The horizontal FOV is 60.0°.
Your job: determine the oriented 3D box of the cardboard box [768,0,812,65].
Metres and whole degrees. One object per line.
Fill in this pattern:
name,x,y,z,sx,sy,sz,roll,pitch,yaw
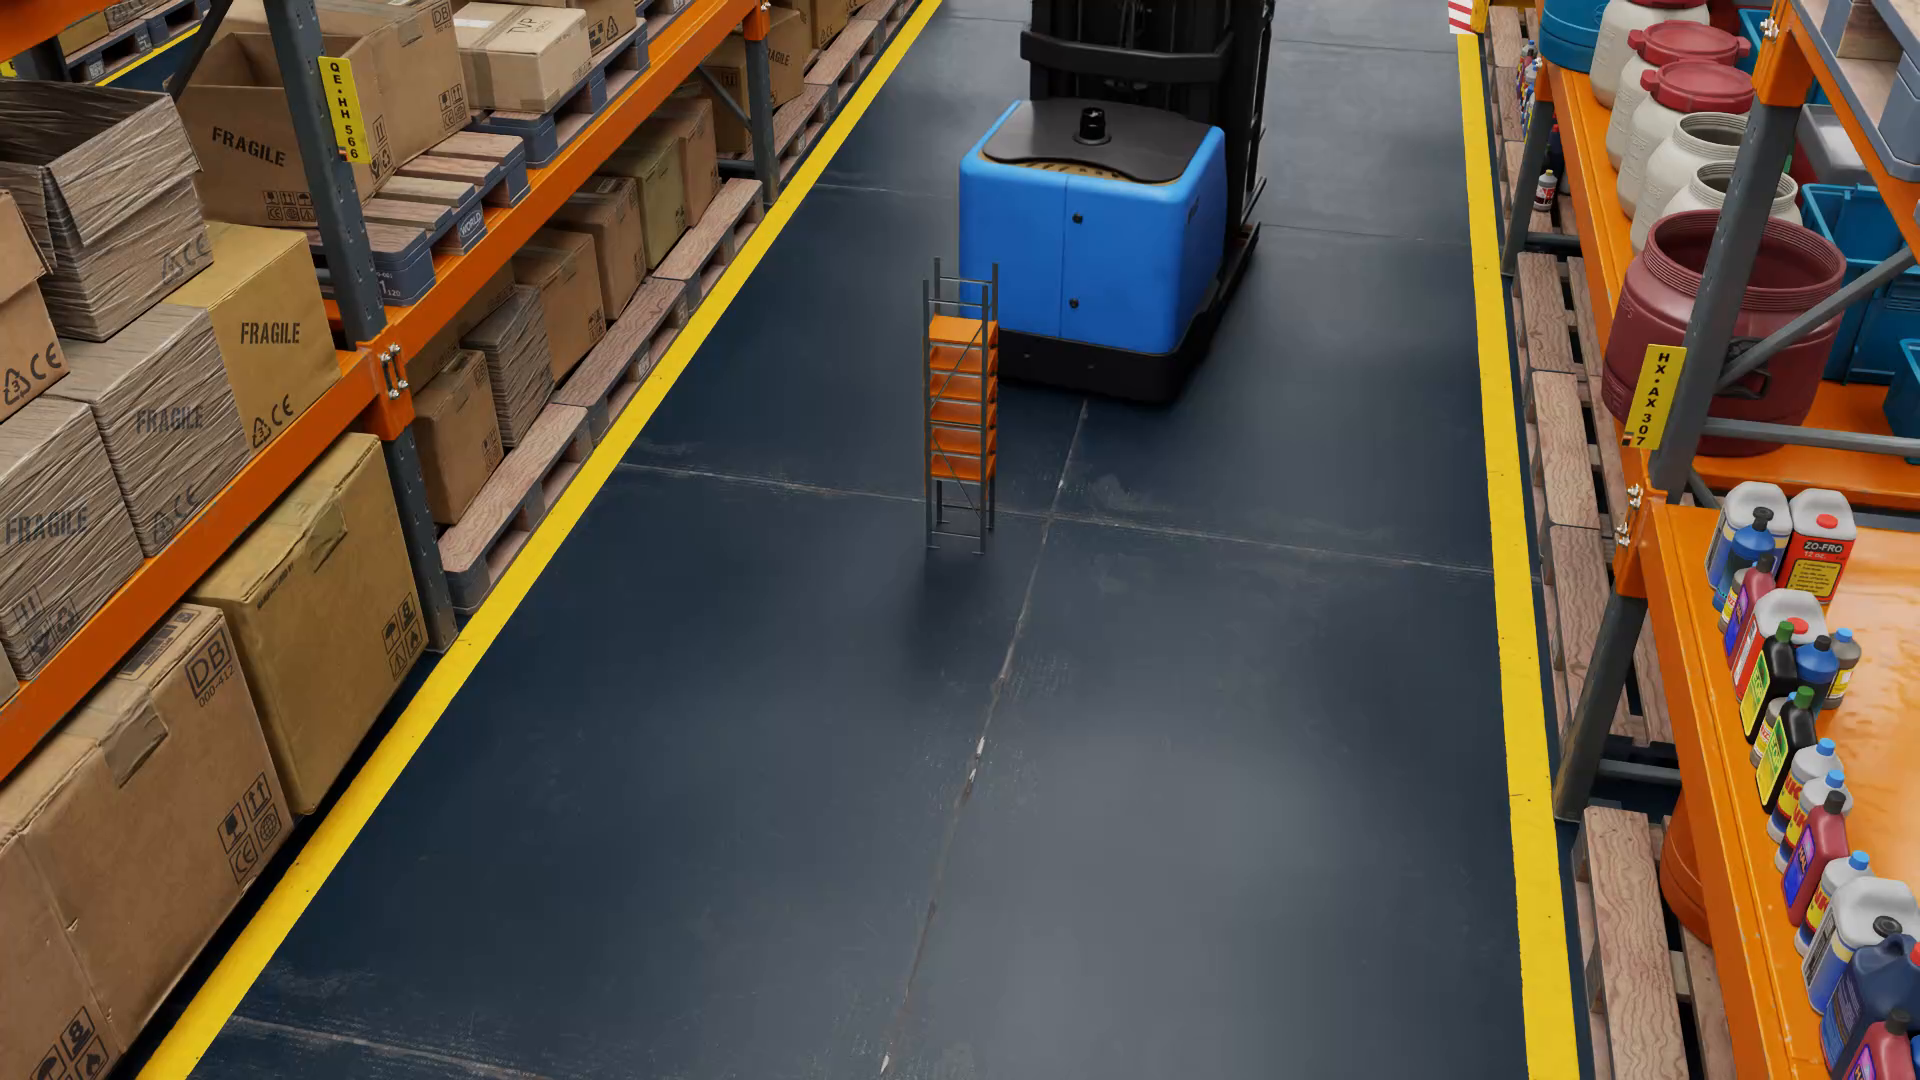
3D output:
cardboard box,-1.234,-3.253,10.454,0.500,0.500,0.500,4,36,6

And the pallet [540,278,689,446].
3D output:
pallet,-1.952,-0.898,7.810,1.003,0.211,1.213,7,37,10

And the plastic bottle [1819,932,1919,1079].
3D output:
plastic bottle,1.713,0.852,3.060,0.144,0.351,0.185,7,37,10

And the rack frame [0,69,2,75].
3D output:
rack frame,-6.353,-3.855,9.513,1.000,3.000,0.127,7,37,10

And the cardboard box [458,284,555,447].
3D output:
cardboard box,-2.154,-0.755,6.990,0.700,0.500,0.500,4,36,6

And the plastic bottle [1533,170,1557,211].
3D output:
plastic bottle,3.083,-1.847,8.752,0.097,0.201,0.097,0,36,0

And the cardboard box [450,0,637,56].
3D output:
cardboard box,-1.809,-2.382,7.035,0.797,0.503,0.637,11,37,15

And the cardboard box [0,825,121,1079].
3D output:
cardboard box,-2.931,1.219,3.964,1.225,0.875,0.875,6,36,8

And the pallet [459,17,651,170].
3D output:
pallet,-2.001,-1.945,7.041,1.003,0.211,1.213,7,37,10

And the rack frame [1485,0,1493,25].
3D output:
rack frame,4.164,-4.848,10.883,1.000,3.000,0.127,7,37,10

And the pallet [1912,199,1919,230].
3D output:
pallet,1.912,-0.219,2.101,1.003,0.211,1.213,7,37,10

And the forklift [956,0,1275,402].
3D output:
forklift,0.955,-2.673,7.940,1.130,2.935,3.031,12,38,16

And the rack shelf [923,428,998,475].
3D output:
rack shelf,0.003,-0.361,6.506,0.258,0.103,0.180,7,37,10

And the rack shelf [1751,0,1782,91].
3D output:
rack shelf,2.882,-2.331,5.468,1.077,0.370,4.000,7,37,10

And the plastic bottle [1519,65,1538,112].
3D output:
plastic bottle,3.378,-2.667,9.824,0.097,0.271,0.097,0,36,0

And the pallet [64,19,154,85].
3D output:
pallet,-6.114,-3.152,10.920,1.003,0.211,1.213,7,37,10

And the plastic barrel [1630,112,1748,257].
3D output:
plastic barrel,2.556,-1.165,5.706,0.421,0.512,0.421,0,36,0

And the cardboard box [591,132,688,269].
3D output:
cardboard box,-1.802,-1.721,8.324,0.700,0.500,0.500,7,37,10

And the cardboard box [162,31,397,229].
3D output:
cardboard box,-2.307,-1.408,5.693,0.500,0.500,0.500,3,36,4

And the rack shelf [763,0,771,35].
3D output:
rack shelf,-1.102,-4.031,10.369,1.077,0.370,4.000,7,37,10

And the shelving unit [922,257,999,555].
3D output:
shelving unit,0.003,-0.494,6.409,0.258,1.200,0.189,7,37,10

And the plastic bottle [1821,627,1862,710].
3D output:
plastic bottle,2.074,0.297,3.954,0.097,0.201,0.097,0,36,0

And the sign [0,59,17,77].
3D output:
sign,-2.916,-1.382,5.181,0.100,0.325,0.005,7,37,10

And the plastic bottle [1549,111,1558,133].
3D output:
plastic bottle,3.207,-2.176,9.078,0.144,0.351,0.185,6,36,8

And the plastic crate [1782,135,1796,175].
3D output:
plastic crate,3.213,-1.435,6.355,0.450,0.188,0.662,7,37,10

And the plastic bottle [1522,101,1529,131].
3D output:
plastic bottle,3.313,-2.464,9.604,0.097,0.201,0.097,0,36,0

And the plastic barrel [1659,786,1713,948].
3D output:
plastic barrel,2.367,0.730,4.679,0.600,0.830,0.708,7,37,10

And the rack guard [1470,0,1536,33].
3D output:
rack guard,4.194,-3.786,11.548,1.175,0.500,0.348,7,37,10

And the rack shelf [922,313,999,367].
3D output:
rack shelf,0.003,-0.750,6.224,0.258,0.103,0.180,7,37,10

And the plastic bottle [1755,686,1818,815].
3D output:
plastic bottle,1.826,0.462,3.656,0.061,0.283,0.133,7,37,10

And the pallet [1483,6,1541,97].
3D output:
pallet,4.015,-3.204,10.991,1.003,0.211,1.213,7,37,10

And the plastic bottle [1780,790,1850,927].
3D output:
plastic bottle,1.756,0.650,3.397,0.061,0.283,0.133,7,37,10

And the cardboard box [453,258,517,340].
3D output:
cardboard box,-2.166,-1.045,6.752,0.500,0.250,0.500,11,37,15

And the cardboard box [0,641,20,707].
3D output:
cardboard box,-2.576,0.266,3.742,0.500,0.500,0.500,8,37,11

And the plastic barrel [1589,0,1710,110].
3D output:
plastic barrel,2.891,-2.089,6.960,0.433,0.535,0.433,0,36,0

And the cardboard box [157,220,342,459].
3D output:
cardboard box,-2.247,-0.609,4.949,0.500,0.500,0.500,8,37,11

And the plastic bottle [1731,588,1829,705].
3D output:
plastic bottle,1.948,0.261,3.939,0.152,0.276,0.135,7,37,10

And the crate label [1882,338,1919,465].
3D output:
crate label,2.911,-0.388,4.872,0.303,0.233,0.416,7,37,10

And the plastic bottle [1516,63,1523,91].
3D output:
plastic bottle,3.450,-2.833,10.113,0.097,0.201,0.097,0,36,0

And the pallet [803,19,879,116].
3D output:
pallet,-1.162,-3.138,10.899,1.003,0.211,1.213,7,37,10

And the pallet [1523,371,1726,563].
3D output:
pallet,2.921,-0.269,6.941,1.003,0.211,1.213,7,37,10

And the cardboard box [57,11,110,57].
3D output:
cardboard box,-6.150,-3.517,10.499,0.875,0.875,0.875,8,37,11

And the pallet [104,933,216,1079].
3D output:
pallet,-2.888,1.386,4.657,1.003,0.211,1.213,7,37,10

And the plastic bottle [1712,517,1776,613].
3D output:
plastic bottle,1.995,0.061,4.219,0.097,0.271,0.097,0,36,0
